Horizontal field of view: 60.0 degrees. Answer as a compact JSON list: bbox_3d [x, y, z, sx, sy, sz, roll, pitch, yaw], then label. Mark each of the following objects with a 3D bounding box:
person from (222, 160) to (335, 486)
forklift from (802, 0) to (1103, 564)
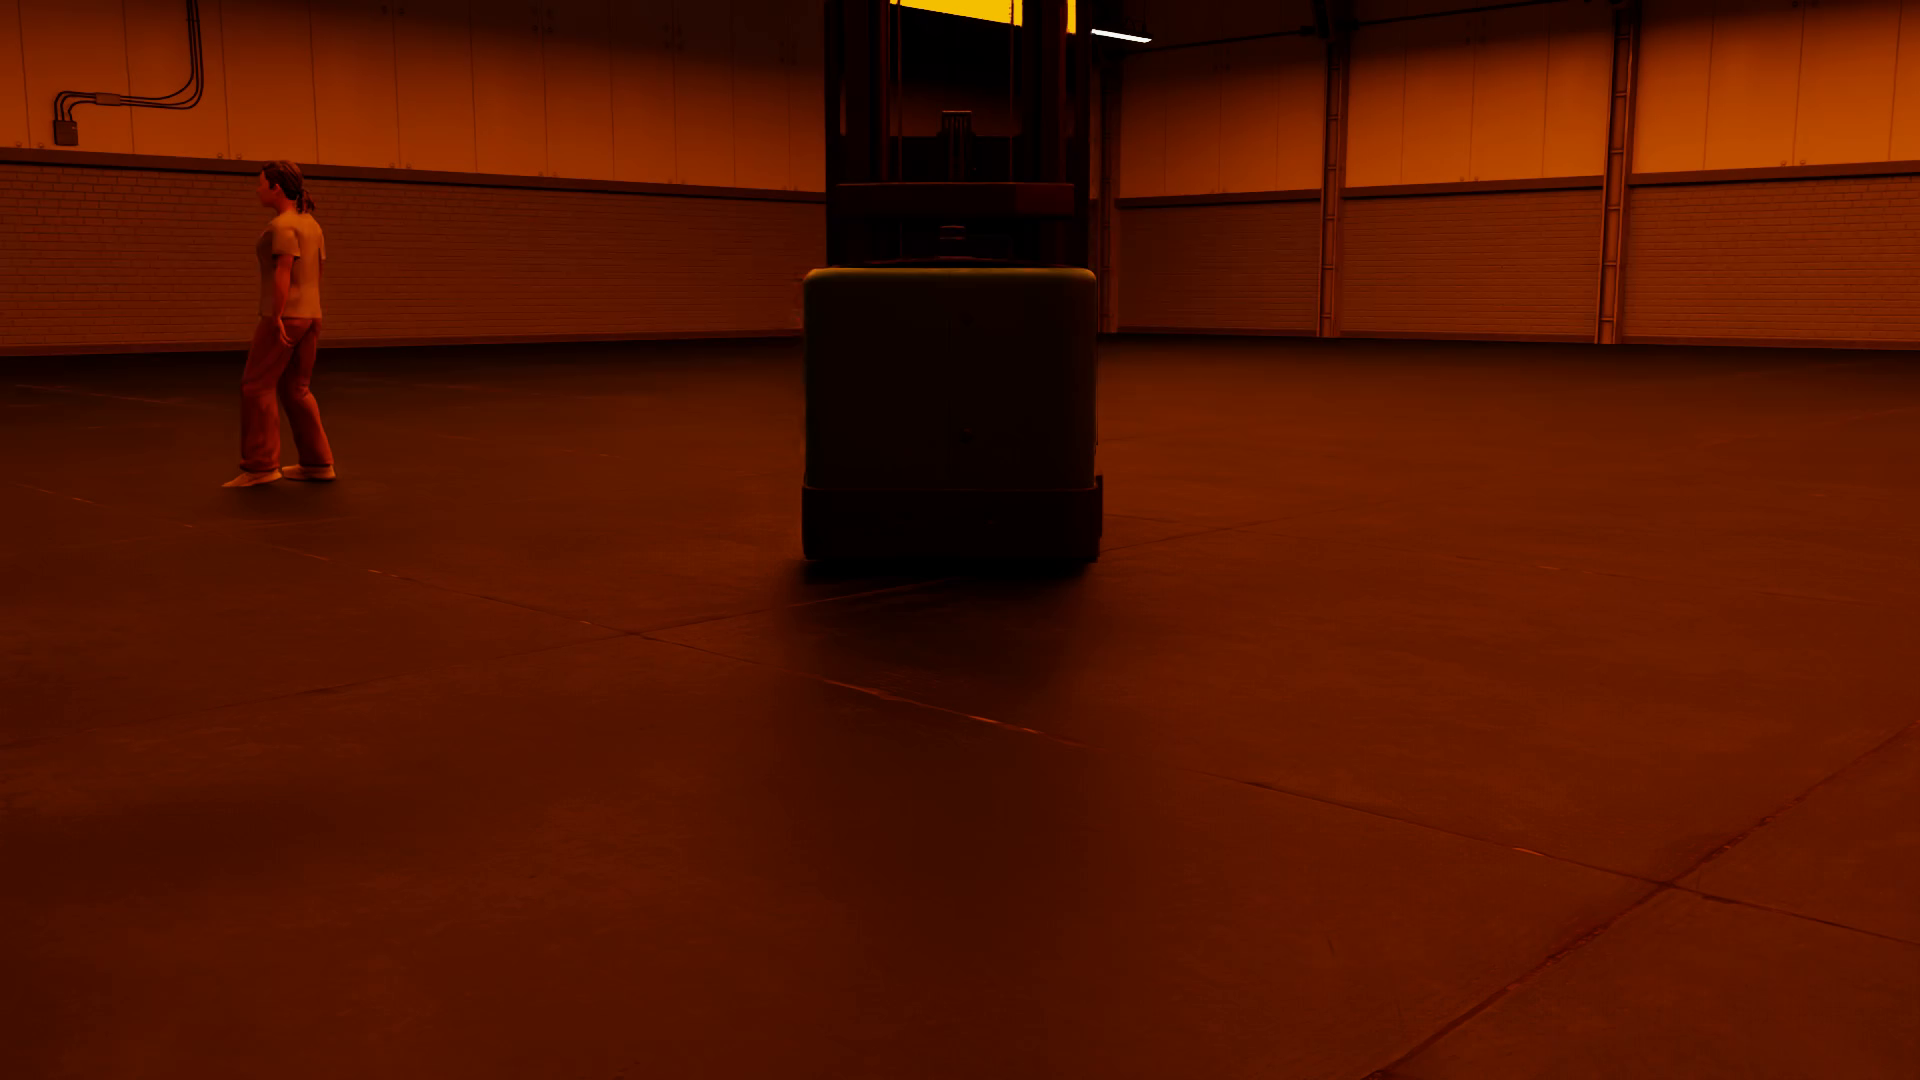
[{"bbox_3d":[-3.560,-1.110,8.668,0.506,1.702,0.546,0,9,2],"label":"person"},{"bbox_3d":[-0.005,-1.542,7.114,1.130,2.935,3.031,0,9,1],"label":"forklift"}]
